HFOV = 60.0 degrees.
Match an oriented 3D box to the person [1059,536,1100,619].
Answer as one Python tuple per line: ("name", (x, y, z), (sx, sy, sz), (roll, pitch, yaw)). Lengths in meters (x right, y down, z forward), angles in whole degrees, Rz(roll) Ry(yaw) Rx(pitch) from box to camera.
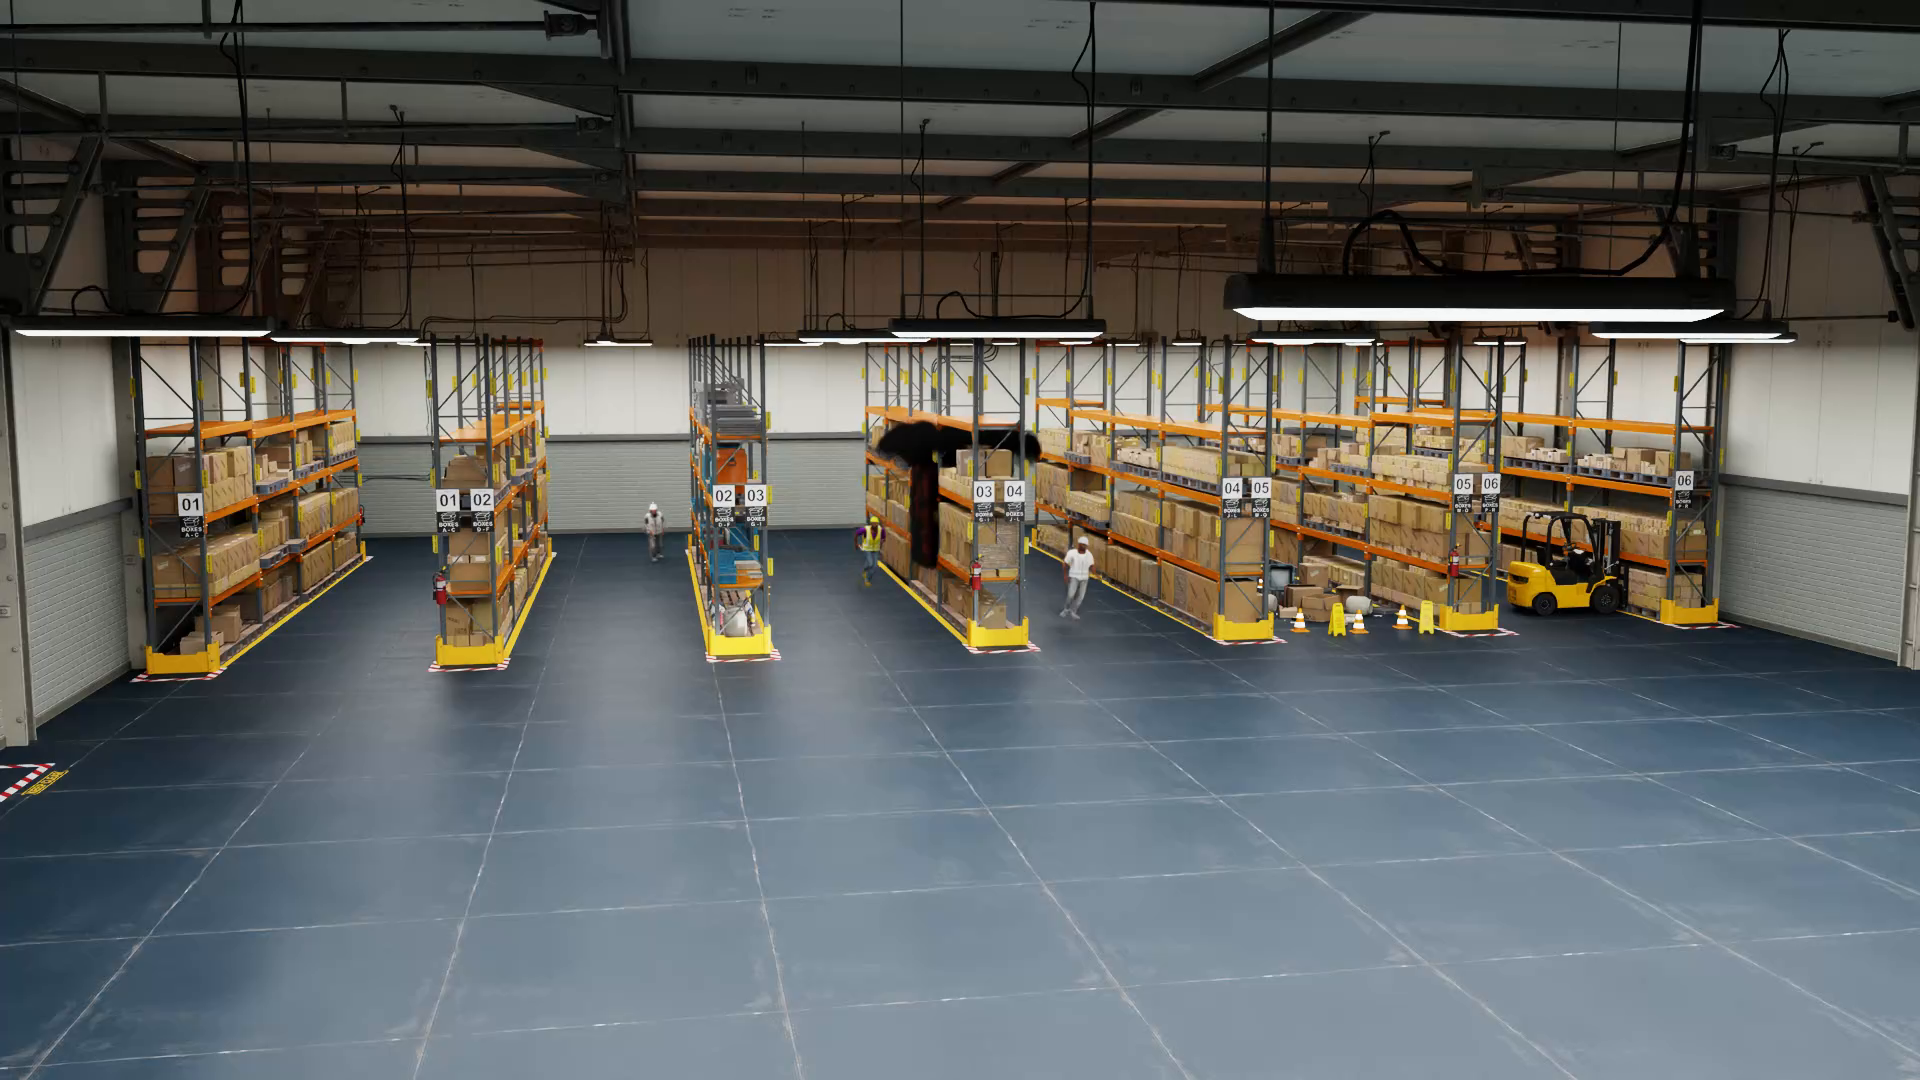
("person", (2.443, 0.787, 34.150), (0.741, 1.722, 0.656), (-3, 7, -21))

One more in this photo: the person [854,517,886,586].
("person", (-2.080, 0.275, 39.125), (0.691, 1.676, 0.714), (-3, 7, -26))

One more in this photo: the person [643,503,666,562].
("person", (-8.234, -0.210, 44.808), (0.642, 1.611, 0.932), (-3, 7, -24))
